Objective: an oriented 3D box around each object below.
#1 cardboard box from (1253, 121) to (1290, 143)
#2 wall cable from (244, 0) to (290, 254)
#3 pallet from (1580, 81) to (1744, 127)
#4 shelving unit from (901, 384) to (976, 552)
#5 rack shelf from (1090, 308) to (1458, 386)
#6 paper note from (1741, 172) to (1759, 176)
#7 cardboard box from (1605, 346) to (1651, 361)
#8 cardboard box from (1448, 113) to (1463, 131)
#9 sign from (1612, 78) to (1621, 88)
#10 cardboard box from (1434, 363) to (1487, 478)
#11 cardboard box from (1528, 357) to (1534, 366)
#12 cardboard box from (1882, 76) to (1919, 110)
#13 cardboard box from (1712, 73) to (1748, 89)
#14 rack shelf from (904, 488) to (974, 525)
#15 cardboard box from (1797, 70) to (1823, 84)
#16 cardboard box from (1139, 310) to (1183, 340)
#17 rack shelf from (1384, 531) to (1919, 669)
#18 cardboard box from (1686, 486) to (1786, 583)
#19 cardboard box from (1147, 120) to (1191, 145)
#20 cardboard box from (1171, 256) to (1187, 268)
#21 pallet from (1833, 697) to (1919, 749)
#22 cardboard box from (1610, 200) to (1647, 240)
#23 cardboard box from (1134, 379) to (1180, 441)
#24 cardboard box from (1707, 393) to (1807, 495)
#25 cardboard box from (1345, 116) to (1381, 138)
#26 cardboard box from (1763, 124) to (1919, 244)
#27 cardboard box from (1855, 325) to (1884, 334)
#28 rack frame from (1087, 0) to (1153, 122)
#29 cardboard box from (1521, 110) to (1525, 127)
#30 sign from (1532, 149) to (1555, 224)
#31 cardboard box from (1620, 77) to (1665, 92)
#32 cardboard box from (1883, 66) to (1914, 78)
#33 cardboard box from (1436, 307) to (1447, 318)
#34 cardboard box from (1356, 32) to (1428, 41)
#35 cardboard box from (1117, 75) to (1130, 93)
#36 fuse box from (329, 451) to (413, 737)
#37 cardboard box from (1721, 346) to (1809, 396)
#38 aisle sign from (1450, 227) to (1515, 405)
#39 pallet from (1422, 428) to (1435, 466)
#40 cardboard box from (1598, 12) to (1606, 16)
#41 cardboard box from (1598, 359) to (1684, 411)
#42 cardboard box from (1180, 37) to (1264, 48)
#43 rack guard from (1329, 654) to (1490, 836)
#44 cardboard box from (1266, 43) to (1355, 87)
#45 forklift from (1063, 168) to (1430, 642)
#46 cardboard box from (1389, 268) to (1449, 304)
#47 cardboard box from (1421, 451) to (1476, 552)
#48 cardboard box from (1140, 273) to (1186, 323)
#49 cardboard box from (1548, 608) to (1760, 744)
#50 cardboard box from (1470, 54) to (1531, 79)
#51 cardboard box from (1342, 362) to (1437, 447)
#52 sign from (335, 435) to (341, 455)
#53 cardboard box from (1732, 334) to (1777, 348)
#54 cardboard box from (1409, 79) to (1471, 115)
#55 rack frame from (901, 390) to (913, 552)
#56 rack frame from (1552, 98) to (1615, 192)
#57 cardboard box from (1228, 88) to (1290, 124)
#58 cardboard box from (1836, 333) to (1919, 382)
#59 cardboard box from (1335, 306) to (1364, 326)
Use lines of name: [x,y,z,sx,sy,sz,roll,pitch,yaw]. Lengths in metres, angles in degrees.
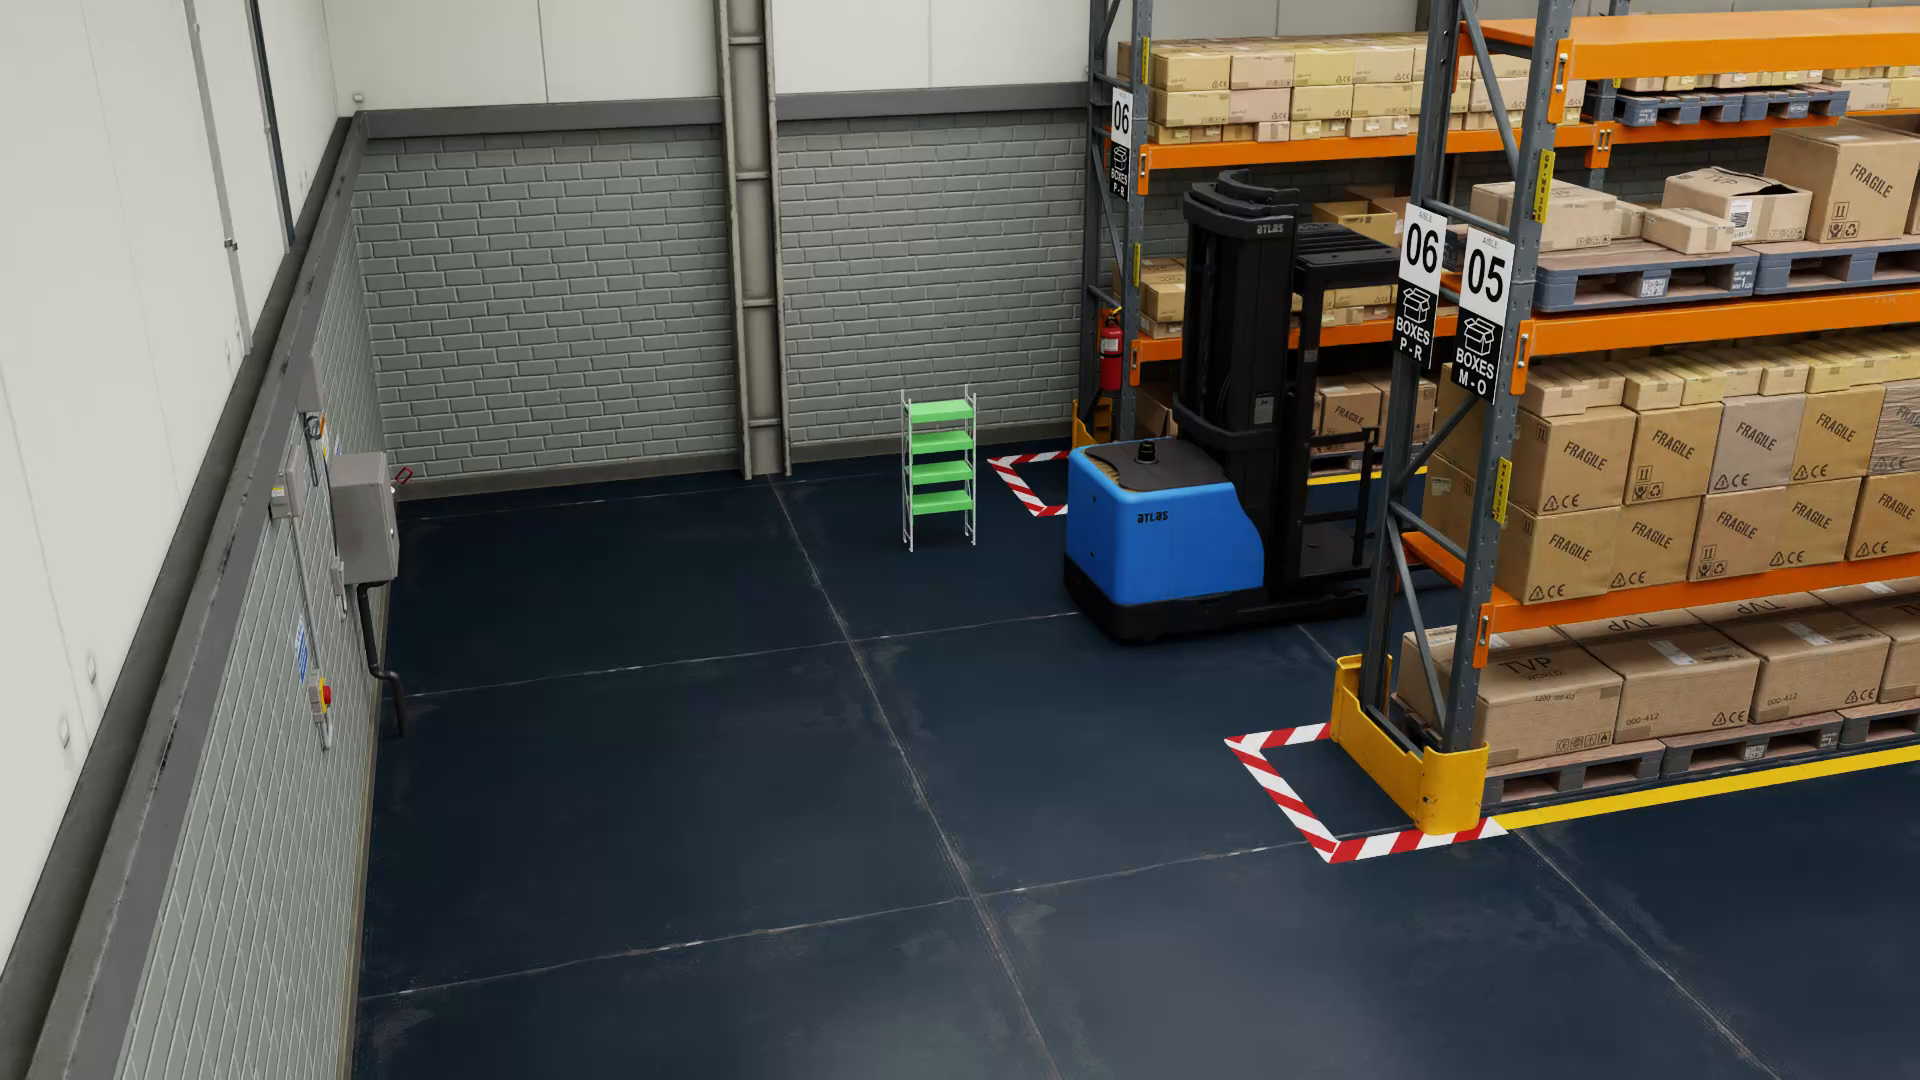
cardboard box: [2.332,-3.160,12.755,0.250,0.149,0.380,-6,24,-13]
wall cable: [-3.060,-2.351,6.747,0.029,3.000,2.355,-6,24,-14]
pallet: [5.695,-3.666,13.854,1.003,0.211,1.213,-6,24,-14]
shelving unit: [-0.159,-0.534,12.402,0.503,1.200,0.258,-6,24,-14]
rack shelf: [3.123,-1.787,13.954,4.000,0.370,1.077,-6,24,-14]
paper note: [4.407,-2.039,9.286,0.123,0.032,0.006,-6,24,-14]
cardboard box: [3.550,-1.046,9.095,0.250,0.149,0.380,-6,24,-13]
cardboard box: [3.782,-3.352,13.202,0.250,0.149,0.380,-5,24,-13]
sign: [5.203,-3.742,13.137,0.005,0.325,0.100,-6,24,-14]
cardboard box: [2.942,-0.668,9.038,0.500,0.500,0.500,-6,24,-13]
cardboard box: [2.833,-0.939,8.847,0.250,0.149,0.380,-6,24,-14]
cardboard box: [7.988,-3.866,14.272,0.500,0.250,0.500,-6,24,-14]
cardboard box: [6.186,-3.787,13.557,0.250,0.149,0.380,-6,24,-14]
rack shelf: [-0.159,-0.254,12.522,0.480,0.148,0.258,-6,24,-14]
cardboard box: [6.917,-3.887,13.791,0.250,0.149,0.380,-6,24,-13]
cardboard box: [1.588,-1.720,13.204,0.250,0.149,0.380,-6,24,-15]
rack shelf: [4.467,0.097,9.563,4.000,0.370,1.077,-6,24,-14]
cardboard box: [4.055,-0.121,9.031,0.500,0.500,0.500,-6,24,-15]
cardboard box: [1.567,-3.114,12.647,0.250,0.149,0.380,-6,24,-13]
cardboard box: [2.065,-2.177,13.763,0.500,0.250,0.500,-6,24,-14]
pallet: [5.640,0.886,10.348,1.213,0.211,1.003,-6,24,-14]
cardboard box: [3.333,-1.680,8.647,0.250,0.149,0.380,-8,25,-18]
cardboard box: [1.812,-0.980,13.793,0.637,0.503,0.797,-7,24,-16]
cardboard box: [4.070,-0.585,8.844,0.500,0.500,0.500,-6,24,-15]
cardboard box: [3.069,-3.240,12.942,0.250,0.149,0.380,-6,24,-14]
cardboard box: [4.523,-1.842,8.579,0.500,0.500,0.500,-6,24,-13]
cardboard box: [5.022,-1.218,9.498,0.250,0.149,0.380,-7,24,-16]
rack frame: [1.197,-4.662,12.133,0.127,3.000,1.000,-6,24,-14]
cardboard box: [4.546,-3.419,13.358,0.250,0.149,0.380,-6,24,-14]
sign: [2.686,-1.626,7.653,0.005,0.325,0.100,-6,24,-14]
cardboard box: [5.444,-3.714,13.387,0.250,0.149,0.380,-6,24,-14]
cardboard box: [7.881,-4.039,14.170,0.250,0.149,0.380,-6,24,-14]
cardboard box: [3.823,-1.957,13.757,0.250,0.149,0.380,-7,24,-15]
cardboard box: [3.512,-3.947,13.450,0.500,0.250,0.500,-7,24,-15]
cardboard box: [1.552,-3.502,13.047,0.500,0.250,0.500,-7,24,-15]
fuse box: [-3.308,0.368,9.654,0.414,1.711,0.539,-6,24,-14]
cardboard box: [4.211,-0.890,8.732,0.250,0.149,0.380,-6,24,-14]
aisle sign: [2.551,-1.098,8.138,0.004,0.787,0.394,-6,24,-14]
pallet: [4.387,-0.977,14.689,1.213,0.211,1.003,-6,24,-14]
cardboard box: [5.325,-4.219,13.661,0.258,0.266,0.396,-7,24,-15]
cardboard box: [3.473,-0.796,8.514,0.250,0.149,0.380,-6,24,-13]
cardboard box: [2.051,-3.789,13.083,0.500,0.250,0.500,-7,24,-16]
rack guard: [2.519,1.130,9.412,0.348,0.500,1.175,-6,24,-14]
cardboard box: [2.667,-3.639,12.731,0.500,0.250,0.500,-7,24,-15]
forklift: [2.308,-0.996,11.284,3.031,2.935,1.130,-7,24,-16]
cardboard box: [3.662,-2.145,13.688,0.500,0.250,0.500,-6,24,-15]
cardboard box: [2.935,-0.219,9.259,0.500,0.500,0.500,-6,24,-14]
cardboard box: [1.707,-1.919,13.161,0.500,0.250,0.500,-6,24,-14]
cardboard box: [4.029,0.755,9.834,0.875,0.438,0.875,-6,24,-13]
cardboard box: [4.141,-3.805,13.118,0.500,0.250,0.500,-7,24,-15]
cardboard box: [3.645,-1.165,14.230,0.500,0.500,0.700,-7,24,-16]
sign: [-3.641,-0.346,9.804,0.001,0.494,0.329,-6,24,-14]
cardboard box: [4.305,-1.116,9.260,0.250,0.149,0.380,-6,24,-13]
cardboard box: [3.658,-3.521,13.092,0.500,0.250,0.500,-6,24,-13]
rack frame: [-0.394,-0.508,12.342,0.015,1.200,0.240,-6,24,-14]
rack frame: [5.049,-2.331,14.309,0.127,3.000,1.000,-6,24,-14]
cardboard box: [2.182,-3.357,12.708,0.500,0.250,0.500,-6,24,-13]
cardboard box: [4.934,-0.985,8.954,0.250,0.149,0.380,-7,24,-15]
cardboard box: [3.090,-1.875,13.564,0.250,0.149,0.380,-6,24,-13]
